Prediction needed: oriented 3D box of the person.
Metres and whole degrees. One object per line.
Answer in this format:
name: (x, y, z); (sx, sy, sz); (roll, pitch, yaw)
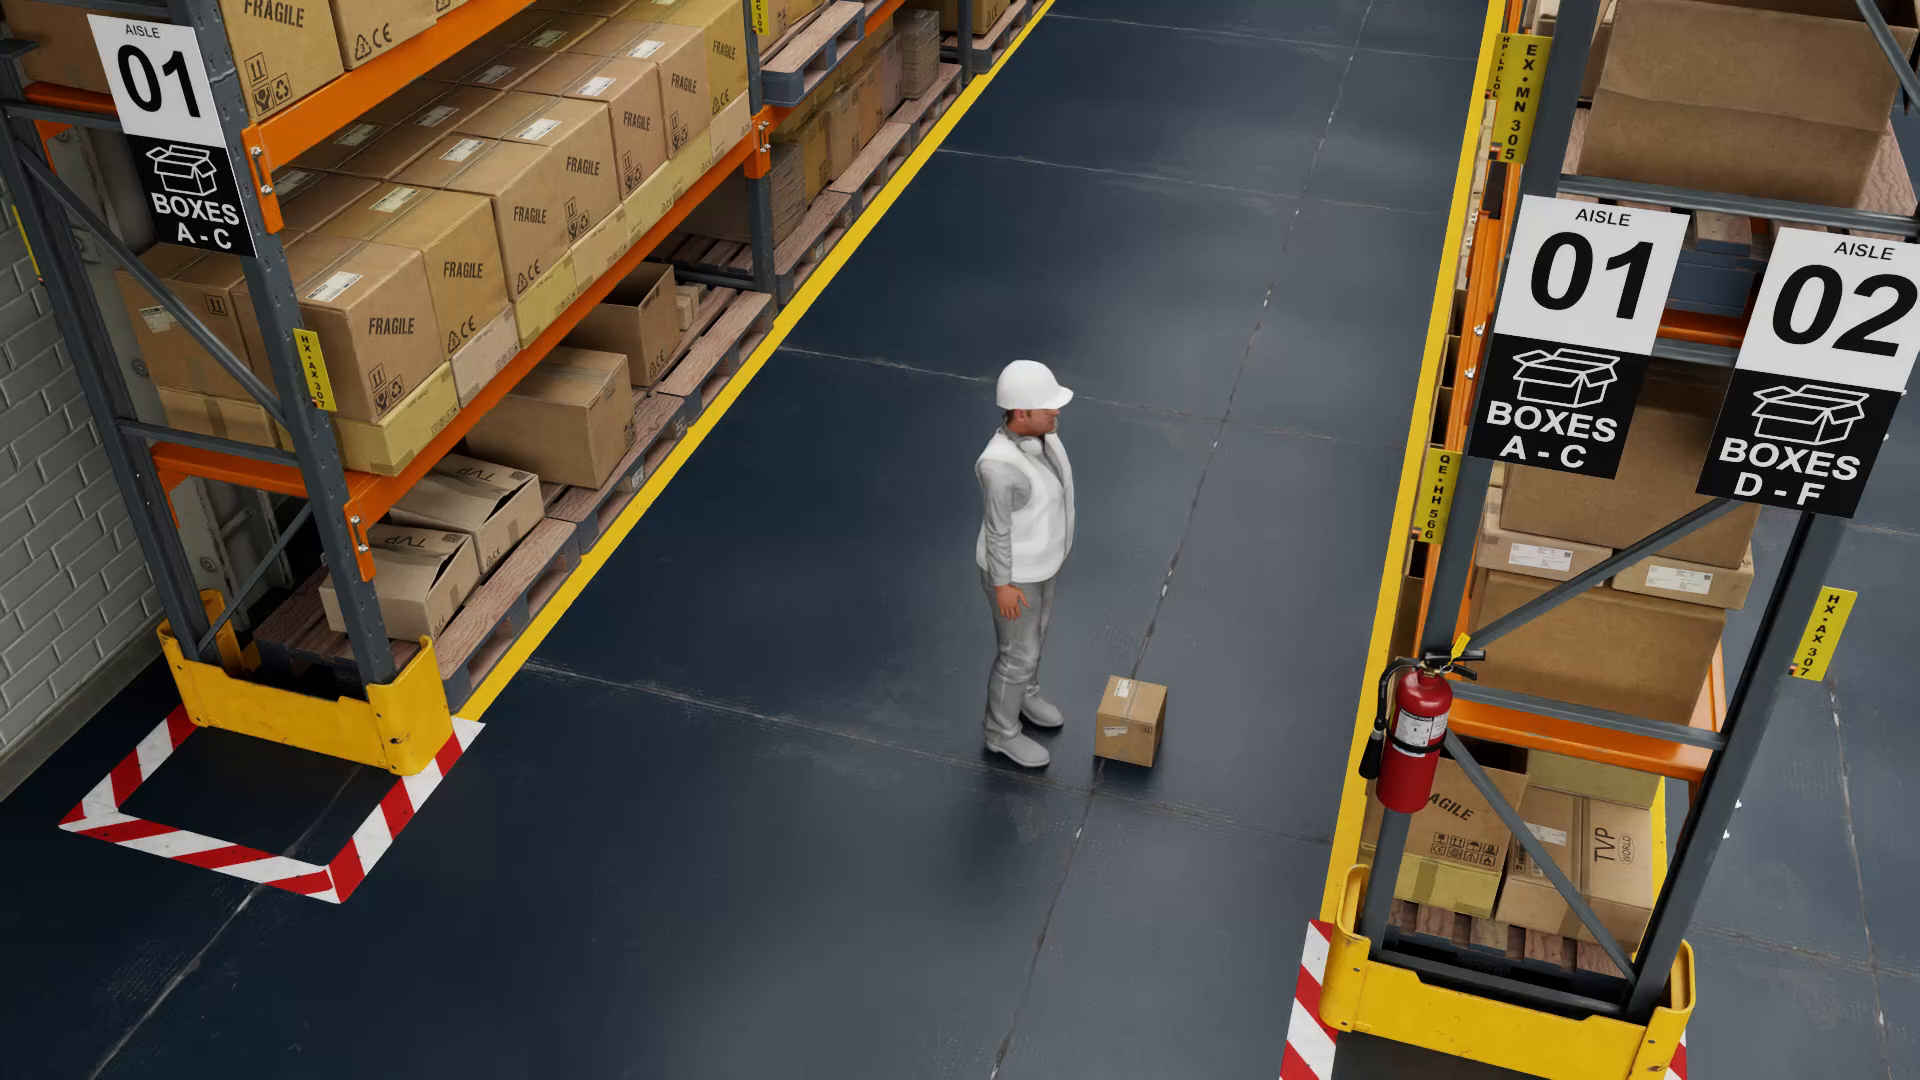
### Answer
person: (0.284, 0.070, 6.764); (0.399, 1.779, 0.576); (14, 39, 18)
